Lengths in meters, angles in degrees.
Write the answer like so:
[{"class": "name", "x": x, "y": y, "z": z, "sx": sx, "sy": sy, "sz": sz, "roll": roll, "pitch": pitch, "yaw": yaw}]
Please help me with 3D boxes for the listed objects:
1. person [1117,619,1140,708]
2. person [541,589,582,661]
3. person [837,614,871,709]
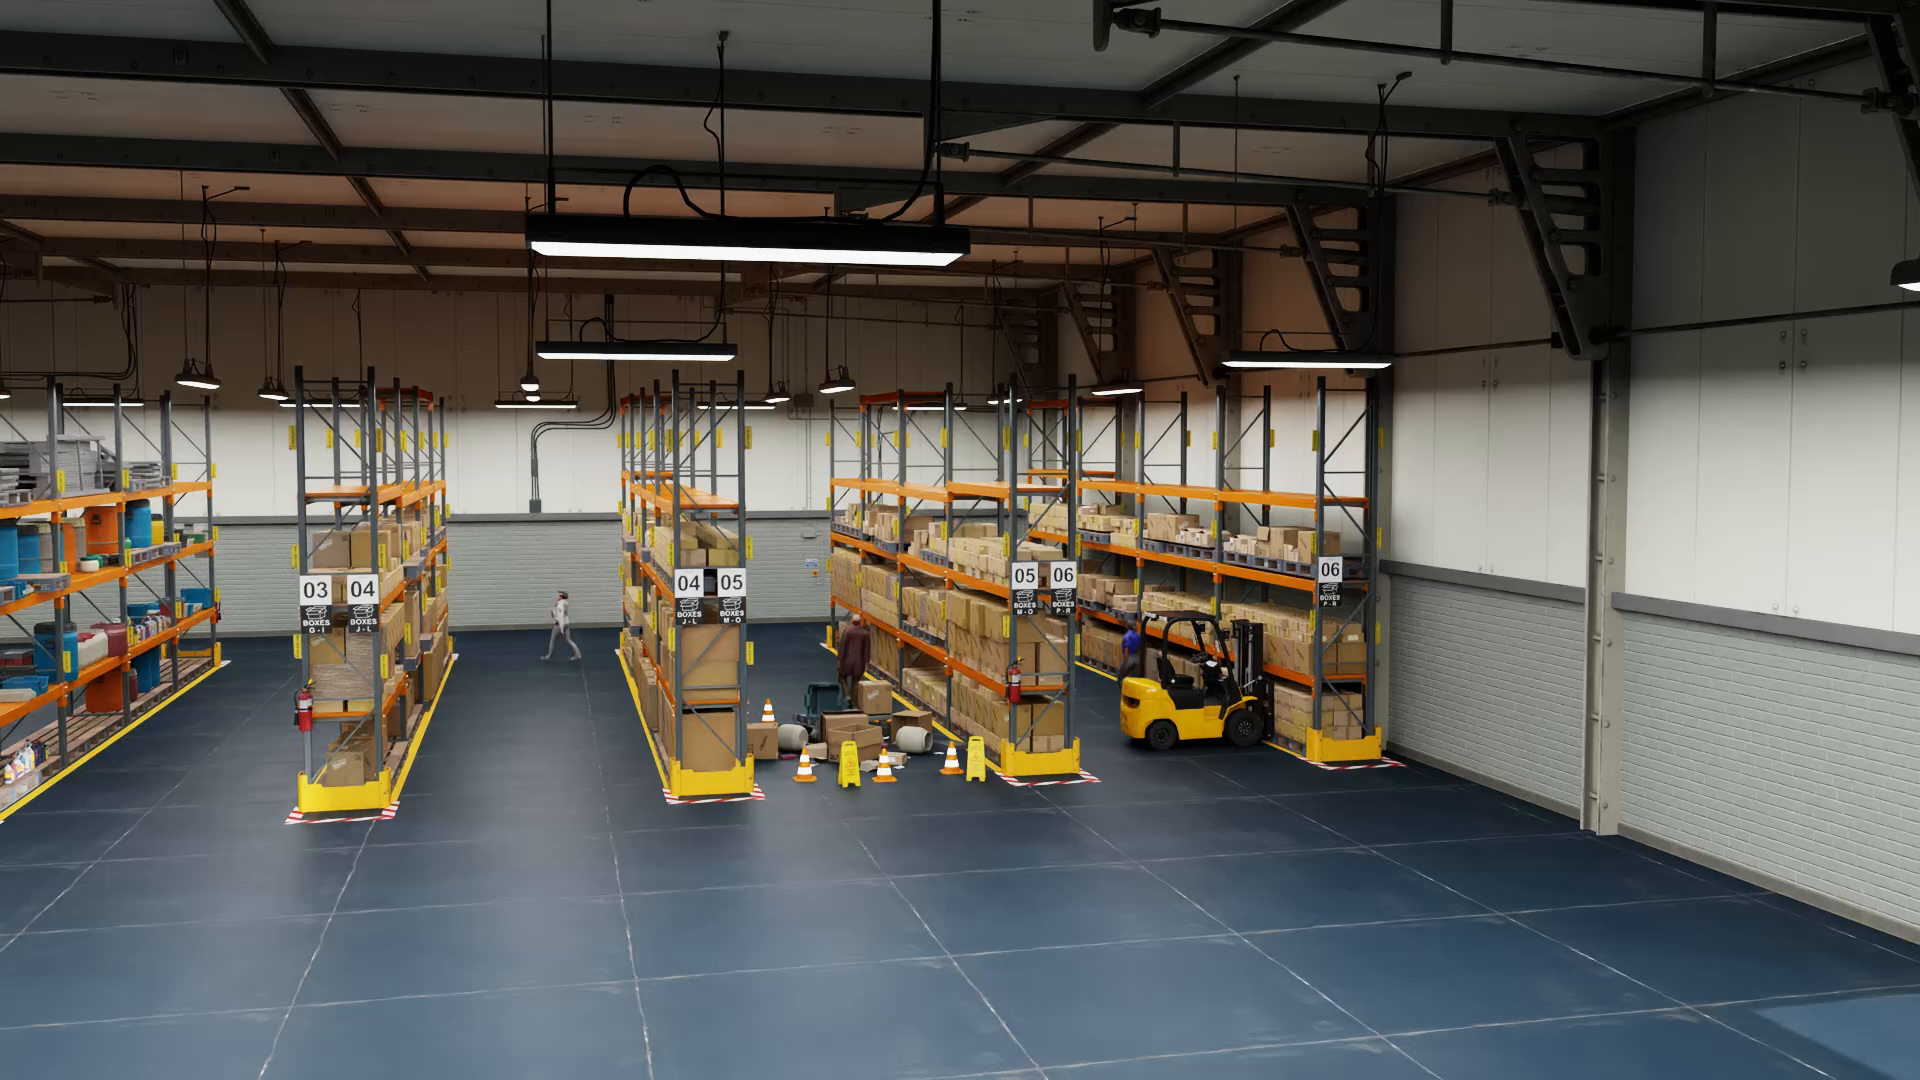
[{"class": "person", "x": 3.218, "y": 2.325, "z": 31.155, "sx": 0.483, "sy": 1.676, "sz": 0.490, "roll": -3, "pitch": 4, "yaw": -39}, {"class": "person", "x": -9.044, "y": 1.922, "z": 37.645, "sx": 0.947, "sy": 1.643, "sz": 0.495, "roll": 1, "pitch": 3, "yaw": 12}, {"class": "person", "x": -1.995, "y": 2.264, "z": 30.827, "sx": 0.681, "sy": 1.779, "sz": 0.509, "roll": -1, "pitch": 4, "yaw": -15}]
